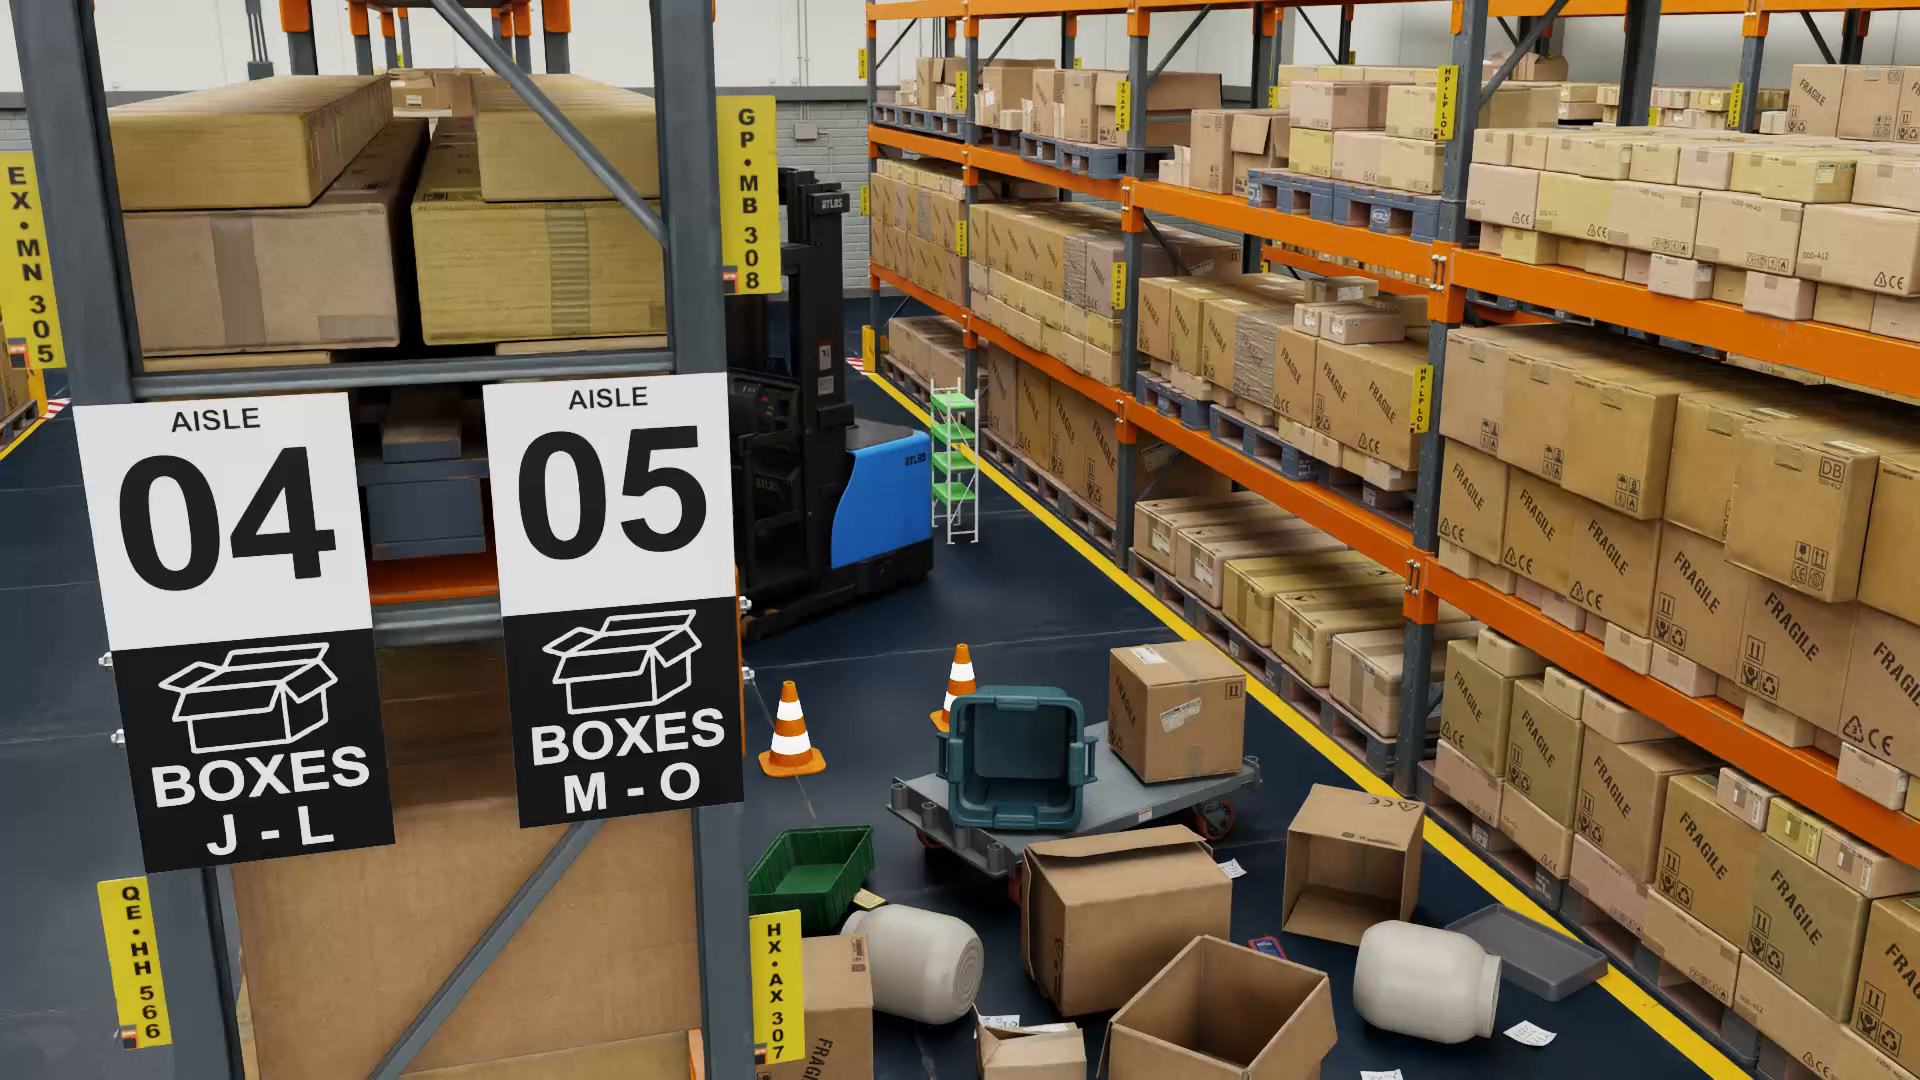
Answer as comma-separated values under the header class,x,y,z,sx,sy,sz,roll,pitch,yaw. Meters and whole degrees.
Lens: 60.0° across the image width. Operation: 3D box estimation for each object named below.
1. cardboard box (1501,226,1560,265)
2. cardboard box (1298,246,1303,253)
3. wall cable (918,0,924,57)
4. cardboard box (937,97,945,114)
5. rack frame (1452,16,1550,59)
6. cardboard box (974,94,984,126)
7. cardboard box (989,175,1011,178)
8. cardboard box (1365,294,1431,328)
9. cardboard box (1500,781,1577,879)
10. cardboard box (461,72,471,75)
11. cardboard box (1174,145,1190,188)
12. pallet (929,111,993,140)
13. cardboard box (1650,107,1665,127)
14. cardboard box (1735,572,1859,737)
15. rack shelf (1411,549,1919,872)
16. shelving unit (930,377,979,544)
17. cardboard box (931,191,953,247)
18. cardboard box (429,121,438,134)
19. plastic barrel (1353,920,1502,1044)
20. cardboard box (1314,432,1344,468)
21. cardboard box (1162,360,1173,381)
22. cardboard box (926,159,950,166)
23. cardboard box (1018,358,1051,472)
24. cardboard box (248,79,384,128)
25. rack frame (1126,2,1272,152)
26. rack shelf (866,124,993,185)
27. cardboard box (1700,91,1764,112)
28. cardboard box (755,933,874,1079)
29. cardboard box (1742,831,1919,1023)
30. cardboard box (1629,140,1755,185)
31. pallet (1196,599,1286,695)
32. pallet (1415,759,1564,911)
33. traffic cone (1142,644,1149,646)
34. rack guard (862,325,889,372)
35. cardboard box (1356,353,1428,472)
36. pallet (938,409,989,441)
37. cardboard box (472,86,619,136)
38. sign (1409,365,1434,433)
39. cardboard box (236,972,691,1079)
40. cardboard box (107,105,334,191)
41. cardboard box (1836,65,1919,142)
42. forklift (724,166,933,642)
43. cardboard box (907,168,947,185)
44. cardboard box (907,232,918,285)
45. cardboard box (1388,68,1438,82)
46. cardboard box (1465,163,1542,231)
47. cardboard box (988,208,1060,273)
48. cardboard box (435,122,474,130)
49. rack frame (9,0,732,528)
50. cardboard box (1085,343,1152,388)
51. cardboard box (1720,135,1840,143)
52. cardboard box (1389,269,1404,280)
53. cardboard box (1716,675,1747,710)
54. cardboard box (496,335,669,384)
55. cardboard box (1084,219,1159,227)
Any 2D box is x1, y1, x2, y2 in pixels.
class,x,y,z,sx,sy,sz,roll,pitch,yaw
cardboard box,2.610,-1.298,7.283,0.380,0.149,0.250,-5,17,-15
cardboard box,4.264,-3.508,19.853,0.380,0.149,0.250,-5,17,-16
wall cable,-1.664,-7.967,23.833,2.355,3.000,0.029,-5,17,-15
cardboard box,-0.010,-4.167,15.930,0.380,0.149,0.250,-4,17,-14
rack frame,5.317,-5.644,16.100,1.000,3.000,0.127,-5,17,-15
cardboard box,0.346,-3.785,14.627,0.396,0.266,0.258,-5,17,-16
cardboard box,0.502,-3.533,16.461,0.380,0.149,0.250,-5,17,-16
cardboard box,2.557,-1.317,9.575,0.380,0.149,0.250,-4,17,-12
cardboard box,2.804,1.282,7.518,0.500,0.250,0.500,-4,17,-12
cardboard box,-3.075,-2.979,10.937,0.396,0.266,0.258,-5,17,-15
cardboard box,1.638,-2.472,10.987,0.396,0.266,0.258,-5,17,-15
pallet,0.331,-3.999,15.990,1.003,0.211,1.213,-5,17,-15
cardboard box,5.877,-3.513,13.785,0.380,0.149,0.250,-5,17,-15
cardboard box,3.162,0.346,5.897,0.500,0.500,0.500,-5,17,-16
rack shelf,3.294,0.733,6.548,1.077,0.370,4.000,-5,17,-15
shelving unit,-0.045,-0.620,12.932,0.258,1.200,0.503,-5,17,-15
cardboard box,0.019,-3.154,16.326,0.500,0.500,0.500,-5,17,-16
cardboard box,-2.681,-1.856,7.953,0.500,0.311,0.500,-5,18,-17
plastic barrel,1.820,1.724,6.477,0.512,0.421,0.421,7,18,23
cardboard box,2.176,-0.509,9.138,0.380,0.149,0.250,-5,17,-16
cardboard box,1.601,-1.166,11.328,0.380,0.149,0.250,-6,18,-19
cardboard box,-0.170,-4.170,18.580,0.380,0.149,0.250,-4,17,-14
cardboard box,1.048,-1.147,14.518,0.875,0.875,0.875,-4,17,-14
cardboard box,-2.004,-1.354,5.179,0.380,0.149,0.250,-5,17,-16
rack frame,1.645,-4.144,11.106,1.000,3.000,0.127,-5,17,-15
rack shelf,-0.004,-4.023,17.167,1.077,0.370,4.000,-5,17,-15
cardboard box,6.037,-3.434,13.008,0.380,0.149,0.250,-4,17,-13
cardboard box,-0.574,1.799,6.090,0.500,0.500,0.500,-2,17,-6
cardboard box,3.226,1.353,5.979,0.500,0.500,0.500,-4,17,-13
cardboard box,2.843,-1.467,6.459,0.380,0.149,0.250,-5,18,-17
pallet,2.190,0.618,10.529,1.003,0.211,1.213,-5,17,-15
pallet,2.962,1.354,8.078,1.003,0.211,1.213,-5,17,-15
traffic cone,1.057,0.818,9.424,0.336,0.463,0.334,-5,17,-15
rack guard,-0.560,-2.293,19.718,1.175,0.500,0.348,-5,17,-15
cardboard box,2.396,-0.666,8.533,0.500,0.500,0.500,-5,17,-16
pallet,0.412,-1.259,16.775,1.003,0.211,1.213,-5,17,-15
cardboard box,-1.093,-1.126,4.419,0.380,0.149,0.250,-4,17,-14
sign,2.211,-0.674,7.970,0.100,0.325,0.005,-5,17,-15
cardboard box,-1.034,1.190,3.515,0.875,0.550,0.550,-5,17,-15
cardboard box,-1.375,-0.722,3.073,0.380,0.149,0.250,-5,17,-15
cardboard box,6.616,-3.047,11.589,0.700,0.500,0.500,-5,17,-16
forklift,-1.541,-0.908,10.881,1.130,2.935,3.031,14,22,39
cardboard box,-0.337,-3.769,17.246,0.380,0.149,0.250,-5,17,-17
cardboard box,-0.256,-2.959,17.416,0.500,0.500,0.500,-4,17,-13
cardboard box,4.799,-4.778,17.304,0.500,0.250,0.500,-5,17,-16
cardboard box,2.602,-1.529,7.356,0.500,0.250,0.500,-5,17,-16
cardboard box,0.556,-2.621,14.553,0.500,0.500,0.500,-5,17,-16
cardboard box,-1.467,-1.246,5.511,0.500,0.250,0.500,-5,17,-15
rack frame,-0.888,-1.512,2.344,1.000,3.000,0.127,-5,17,-15
cardboard box,1.256,-1.319,12.388,0.500,0.250,0.500,-5,18,-17
cardboard box,3.369,-1.586,6.855,0.380,0.149,0.250,-4,17,-14
cardboard box,4.799,-2.859,17.693,0.380,0.149,0.250,-4,17,-14
cardboard box,3.133,0.551,6.340,0.380,0.149,0.250,-5,17,-15
cardboard box,-0.674,-0.324,3.137,0.380,0.149,0.250,-5,17,-15
cardboard box,1.336,-2.374,13.730,0.500,0.500,0.500,-4,17,-14
